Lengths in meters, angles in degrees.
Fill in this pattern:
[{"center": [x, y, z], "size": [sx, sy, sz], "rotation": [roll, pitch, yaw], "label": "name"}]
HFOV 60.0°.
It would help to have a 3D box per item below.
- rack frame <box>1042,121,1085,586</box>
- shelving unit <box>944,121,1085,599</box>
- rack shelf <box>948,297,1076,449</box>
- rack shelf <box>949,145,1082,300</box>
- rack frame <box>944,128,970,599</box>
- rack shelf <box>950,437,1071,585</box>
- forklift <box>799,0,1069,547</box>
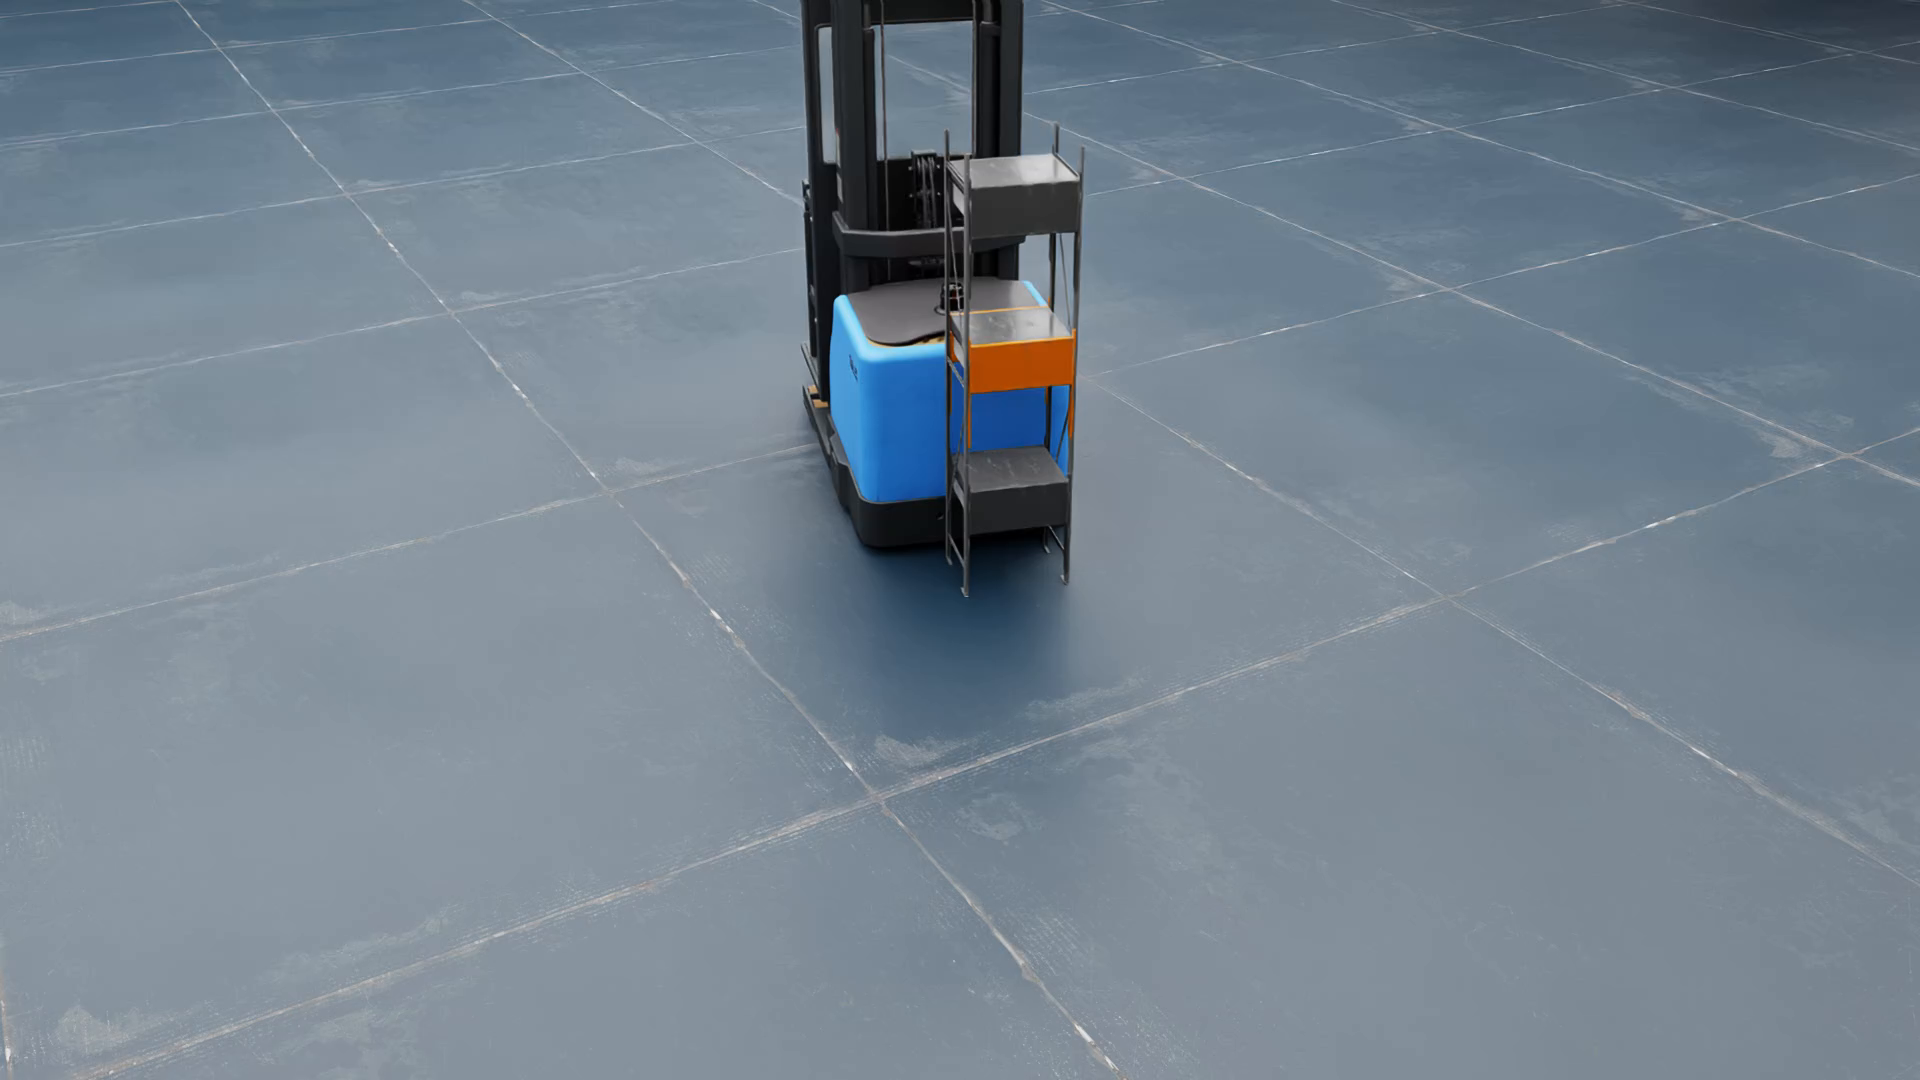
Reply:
[{"center": [0.460, -0.794, 7.516], "size": [0.015, 2.100, 0.400], "rotation": [-7, 30, -12], "label": "rack frame"}, {"center": [0.223, -0.767, 7.466], "size": [0.503, 2.100, 0.431], "rotation": [-7, 30, -12], "label": "shelving unit"}, {"center": [0.223, -0.755, 7.473], "size": [0.480, 0.518, 0.431], "rotation": [-7, 30, -12], "label": "rack shelf"}, {"center": [0.223, -1.368, 7.135], "size": [0.480, 0.518, 0.431], "rotation": [-7, 30, -12], "label": "rack shelf"}, {"center": [-0.014, -0.739, 7.416], "size": [0.015, 2.100, 0.400], "rotation": [-7, 30, -12], "label": "rack frame"}, {"center": [0.223, -0.142, 7.811], "size": [0.480, 0.518, 0.431], "rotation": [-7, 30, -12], "label": "rack shelf"}, {"center": [-0.284, -1.944, 8.740], "size": [1.130, 2.935, 3.031], "rotation": [-6, 30, -11], "label": "forklift"}]
